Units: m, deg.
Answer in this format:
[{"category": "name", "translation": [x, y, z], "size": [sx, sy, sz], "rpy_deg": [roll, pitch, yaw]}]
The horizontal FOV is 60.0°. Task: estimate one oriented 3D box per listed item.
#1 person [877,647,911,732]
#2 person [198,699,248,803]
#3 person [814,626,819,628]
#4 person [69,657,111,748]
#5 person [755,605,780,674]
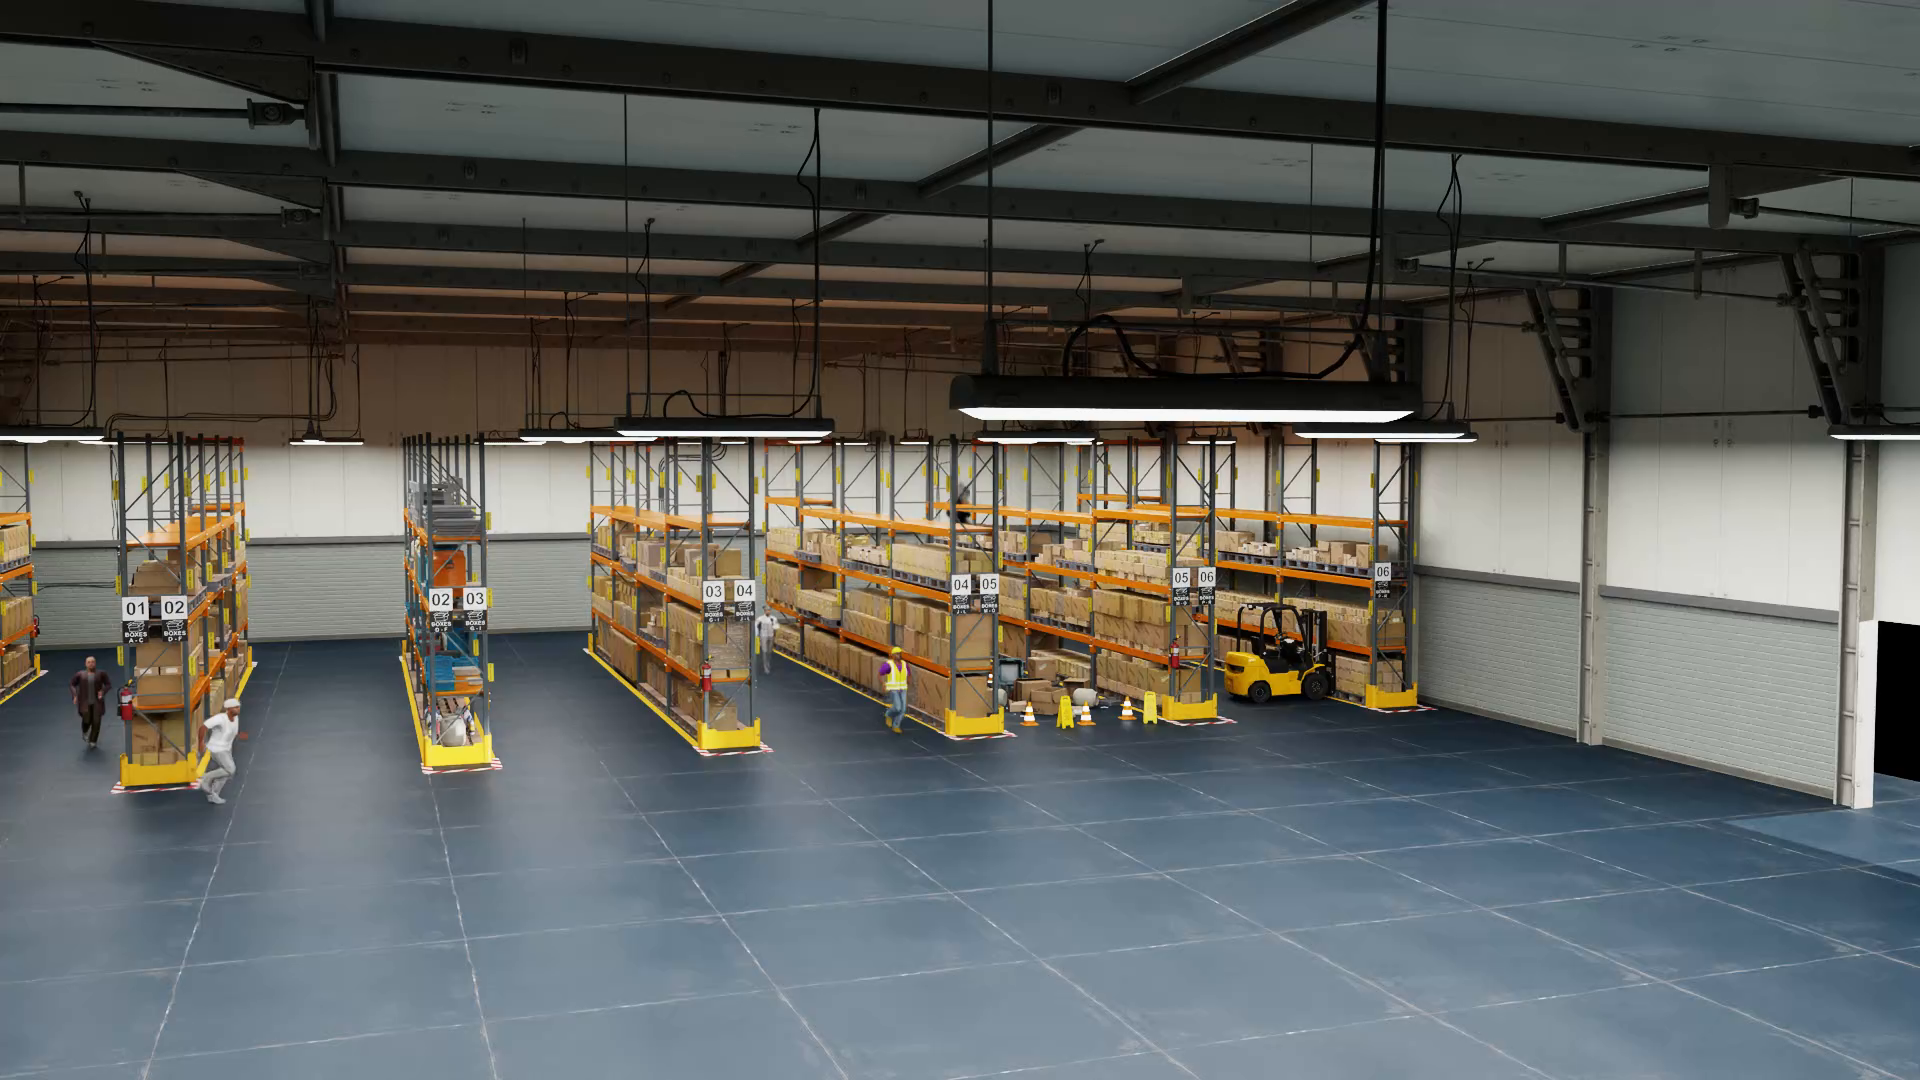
[{"category": "person", "translation": [-1.255, 3.011, 33.416], "size": [0.699, 1.722, 0.580], "rpy_deg": [-2, 4, -30]}, {"category": "person", "translation": [-11.885, 3.400, 26.853], "size": [0.724, 1.687, 0.688], "rpy_deg": [0, 3, 2]}, {"category": "person", "translation": [-4.313, 1.910, 49.518], "size": [0.615, 1.662, 0.797], "rpy_deg": [-3, 4, -40]}, {"category": "person", "translation": [-16.583, 3.098, 31.744], "size": [0.708, 1.730, 0.635], "rpy_deg": [-2, 4, -32]}, {"category": "person", "translation": [-4.920, 2.513, 42.486], "size": [0.596, 1.725, 0.849], "rpy_deg": [-1, 3, -18]}]
